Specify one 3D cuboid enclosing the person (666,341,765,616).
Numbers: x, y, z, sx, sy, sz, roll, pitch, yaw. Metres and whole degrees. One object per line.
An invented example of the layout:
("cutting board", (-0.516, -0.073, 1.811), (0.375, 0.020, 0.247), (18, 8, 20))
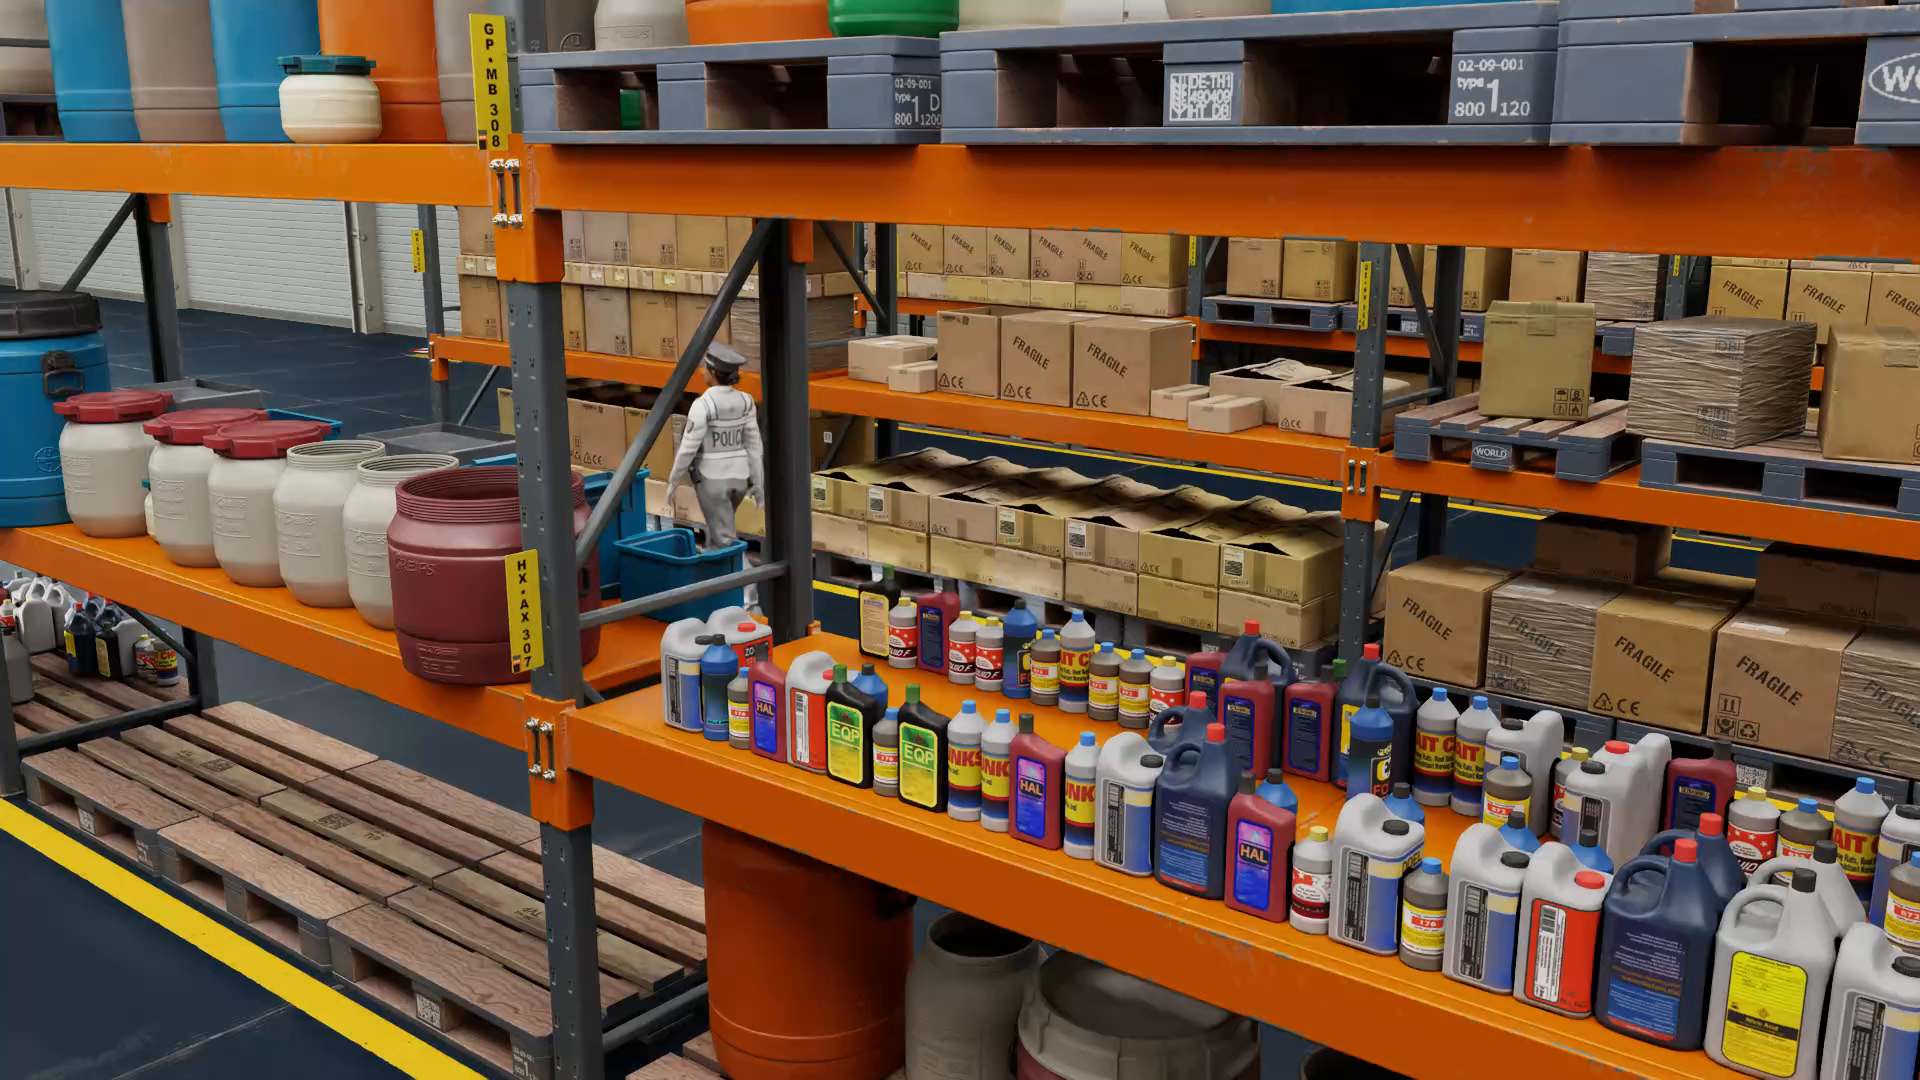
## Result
("person", (-1.484, -0.341, 9.827), (0.865, 1.672, 0.520), (11, 17, 37))
